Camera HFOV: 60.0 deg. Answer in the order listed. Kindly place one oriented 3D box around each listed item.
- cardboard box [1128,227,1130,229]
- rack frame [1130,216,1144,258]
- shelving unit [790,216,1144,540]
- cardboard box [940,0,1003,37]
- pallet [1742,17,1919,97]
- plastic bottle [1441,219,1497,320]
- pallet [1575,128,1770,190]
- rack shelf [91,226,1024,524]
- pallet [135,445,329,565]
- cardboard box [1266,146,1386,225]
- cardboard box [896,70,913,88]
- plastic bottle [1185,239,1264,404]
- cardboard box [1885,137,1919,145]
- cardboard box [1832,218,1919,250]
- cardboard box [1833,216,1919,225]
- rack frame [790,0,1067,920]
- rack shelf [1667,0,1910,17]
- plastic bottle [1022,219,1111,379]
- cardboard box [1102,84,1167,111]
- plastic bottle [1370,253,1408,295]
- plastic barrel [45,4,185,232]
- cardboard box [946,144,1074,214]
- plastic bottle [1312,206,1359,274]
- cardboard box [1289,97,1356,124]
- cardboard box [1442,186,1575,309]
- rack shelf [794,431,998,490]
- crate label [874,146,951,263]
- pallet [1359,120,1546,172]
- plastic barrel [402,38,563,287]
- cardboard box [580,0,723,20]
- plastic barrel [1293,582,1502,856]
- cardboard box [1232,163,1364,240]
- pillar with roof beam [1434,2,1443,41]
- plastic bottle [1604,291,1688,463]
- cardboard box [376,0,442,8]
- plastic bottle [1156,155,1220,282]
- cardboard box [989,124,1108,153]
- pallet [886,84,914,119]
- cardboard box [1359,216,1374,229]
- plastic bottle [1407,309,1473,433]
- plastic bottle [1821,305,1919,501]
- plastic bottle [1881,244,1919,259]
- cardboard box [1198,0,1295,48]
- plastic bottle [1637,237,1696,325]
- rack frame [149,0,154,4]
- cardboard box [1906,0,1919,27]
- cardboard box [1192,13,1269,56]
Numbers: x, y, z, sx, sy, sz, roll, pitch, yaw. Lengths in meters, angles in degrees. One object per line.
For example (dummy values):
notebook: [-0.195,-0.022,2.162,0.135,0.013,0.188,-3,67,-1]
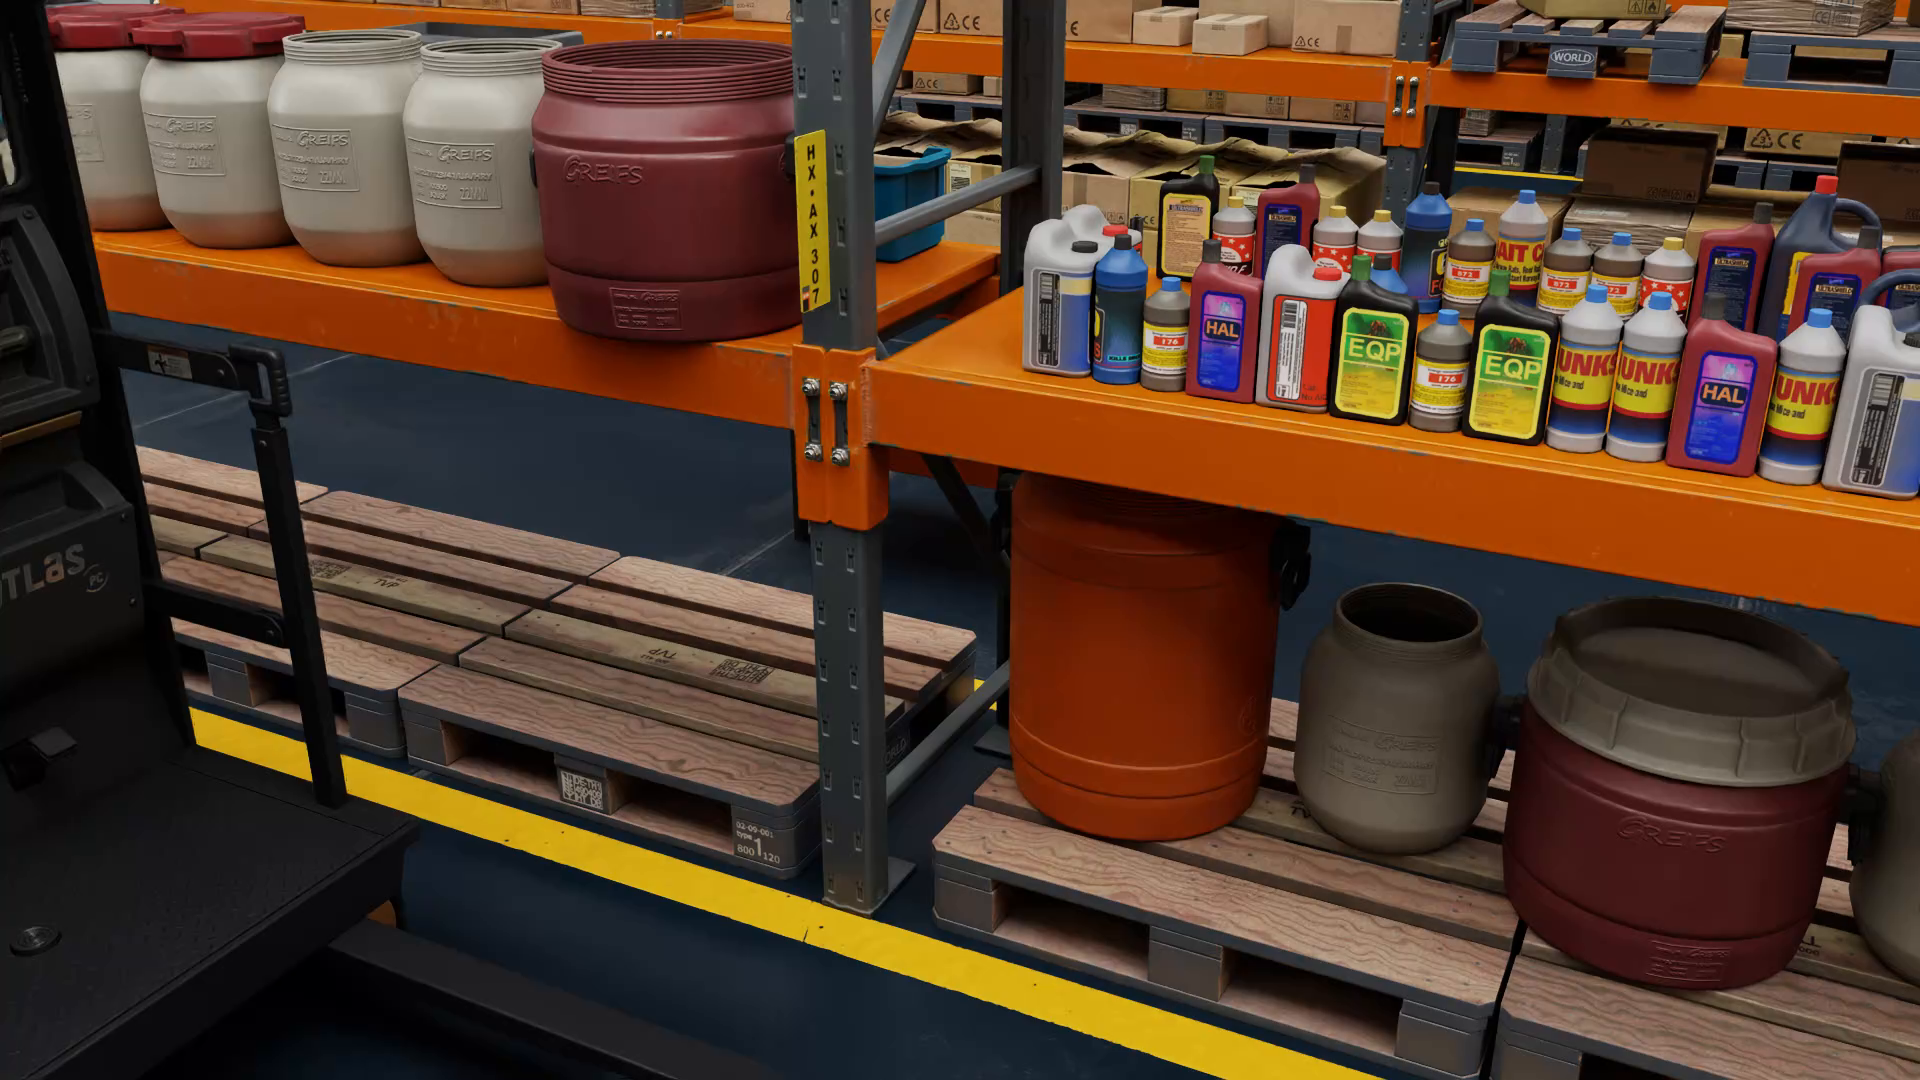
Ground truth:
cardboard box: [0.717,-1.556,8.553,0.500,0.250,0.500,12,26,26]
rack frame: [0.460,-0.427,5.316,0.032,1.125,0.500,11,25,25]
shelving unit: [0.006,-0.516,5.527,1.048,1.125,0.538,11,25,25]
cardboard box: [0.231,-2.870,8.538,0.500,0.500,0.500,11,25,25]
pallet: [3.944,-2.011,6.890,1.213,0.211,1.003,11,25,25]
plastic bottle: [1.082,-0.578,3.531,0.097,0.201,0.097,0,23,0]
pallet: [5.107,-2.723,11.882,1.213,0.211,1.003,11,25,25]
rack shelf: [-1.817,-0.733,4.561,4.000,0.370,1.077,11,25,25]
pallet: [-2.884,-0.009,5.502,1.213,0.211,1.003,11,25,25]
cardboard box: [1.871,-1.822,8.461,0.500,0.311,0.500,12,26,26]
cardboard box: [-0.550,-4.058,14.539,0.250,0.149,0.380,9,25,20]
plastic bottle: [0.481,-0.394,2.994,0.133,0.283,0.061,11,25,25]
cardboard box: [6.574,-2.894,10.933,0.750,0.750,0.750,12,26,26]
cardboard box: [3.866,-1.041,6.998,0.500,0.500,0.500,10,25,23]
cardboard box: [4.079,-1.228,7.436,0.500,0.500,0.500,10,25,23]
rack frame: [-0.032,-0.711,3.590,0.127,3.000,1.000,11,25,25]
rack shelf: [6.223,-3.487,11.036,4.000,0.370,1.077,11,25,25]
plastic bottle: [0.208,-0.465,3.169,0.135,0.276,0.152,11,25,25]
cardboard box: [1.532,-3.806,13.498,0.500,0.500,0.700,12,26,26]
plastic bottle: [0.739,-0.372,2.957,0.097,0.271,0.097,0,23,0]
plastic barrel: [-2.193,-1.105,4.342,0.433,0.535,0.433,0,23,0]
cardboard box: [0.265,-1.902,8.650,0.500,0.311,0.500,12,26,26]
plastic bottle: [0.822,-0.630,3.652,0.097,0.201,0.097,0,23,0]
cardboard box: [2.908,-3.542,12.878,0.500,0.500,0.700,11,25,24]
cardboard box: [2.483,-1.313,7.636,0.500,0.500,0.500,12,26,27]
rack shelf: [0.006,-0.291,5.623,1.000,0.278,0.538,11,25,25]
crate label: [-0.239,-0.840,4.105,0.416,0.233,0.303,11,25,25]
pallet: [3.741,-3.027,12.597,1.213,0.211,1.003,11,25,25]
plastic barrel: [-1.047,-0.870,3.820,0.421,0.512,0.421,0,23,0]
cardboard box: [-1.763,-3.269,9.476,0.500,0.500,0.700,10,25,23]
plastic barrel: [0.956,0.389,3.644,0.421,0.512,0.421,0,23,0]
cardboard box: [1.627,-1.633,8.018,0.500,0.311,0.500,12,26,26]
pillar with roof beam: [1.725,-5.960,8.267,0.400,9.000,9.100,11,25,25]
plastic bottle: [1.124,-0.270,2.715,0.097,0.271,0.097,0,23,0]
cardboard box: [-3.140,-3.540,10.113,0.500,0.500,0.700,12,26,26]
plastic bottle: [0.521,-0.735,3.795,0.133,0.283,0.061,11,25,25]
cardboard box: [0.485,-2.093,9.099,0.500,0.311,0.500,11,25,24]
pallet: [-0.840,-3.916,14.688,1.213,0.211,1.003,11,25,25]
cardboard box: [1.871,-1.564,8.571,0.500,0.250,0.500,11,25,24]
plastic bottle: [0.831,-0.295,2.865,0.097,0.201,0.097,0,23,0]
plastic bottle: [1.446,-0.220,2.593,0.135,0.276,0.152,11,25,25]
plastic bottle: [1.825,-0.477,3.188,0.133,0.283,0.061,11,25,25]
cardboard box: [1.495,-2.625,8.204,0.500,0.311,0.500,11,25,24]
plastic bottle: [1.430,-0.510,3.369,0.097,0.201,0.097,0,23,0]
rack frame: [-4.934,-3.853,10.978,0.127,3.000,1.000,11,25,25]
cardboard box: [4.171,-2.264,6.576,0.500,0.500,0.700,5,24,11]
cardboard box: [1.279,-2.387,7.852,0.250,0.149,0.380,11,25,25]
